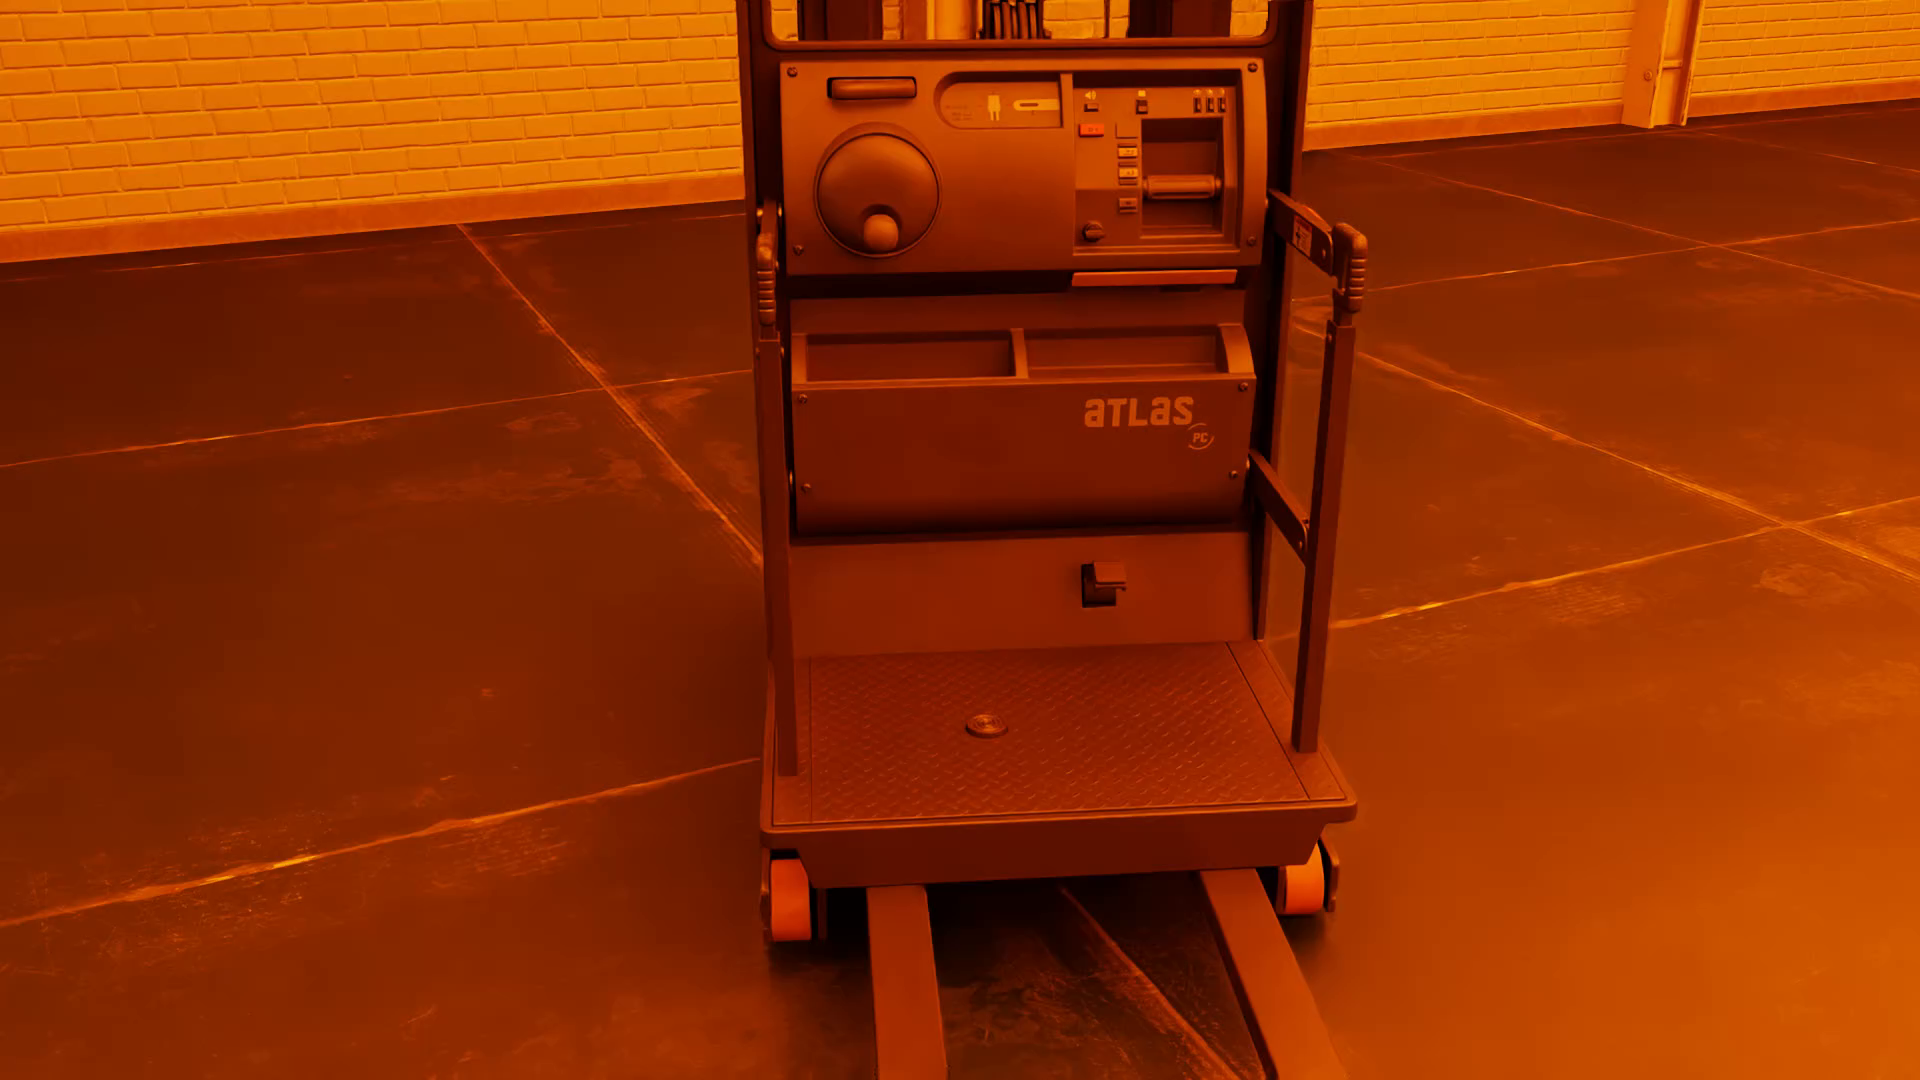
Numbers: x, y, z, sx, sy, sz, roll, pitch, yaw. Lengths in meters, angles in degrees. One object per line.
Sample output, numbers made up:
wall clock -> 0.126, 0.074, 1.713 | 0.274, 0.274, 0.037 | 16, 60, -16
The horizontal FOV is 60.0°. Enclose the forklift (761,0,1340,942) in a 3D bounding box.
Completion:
forklift -> 0.146, -0.707, 2.988 | 1.130, 2.935, 3.031 | -2, 23, -5

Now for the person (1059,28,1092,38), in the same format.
person -> 0.541, -0.835, 5.073 | 0.589, 1.384, 0.745 | -17, 28, -36
